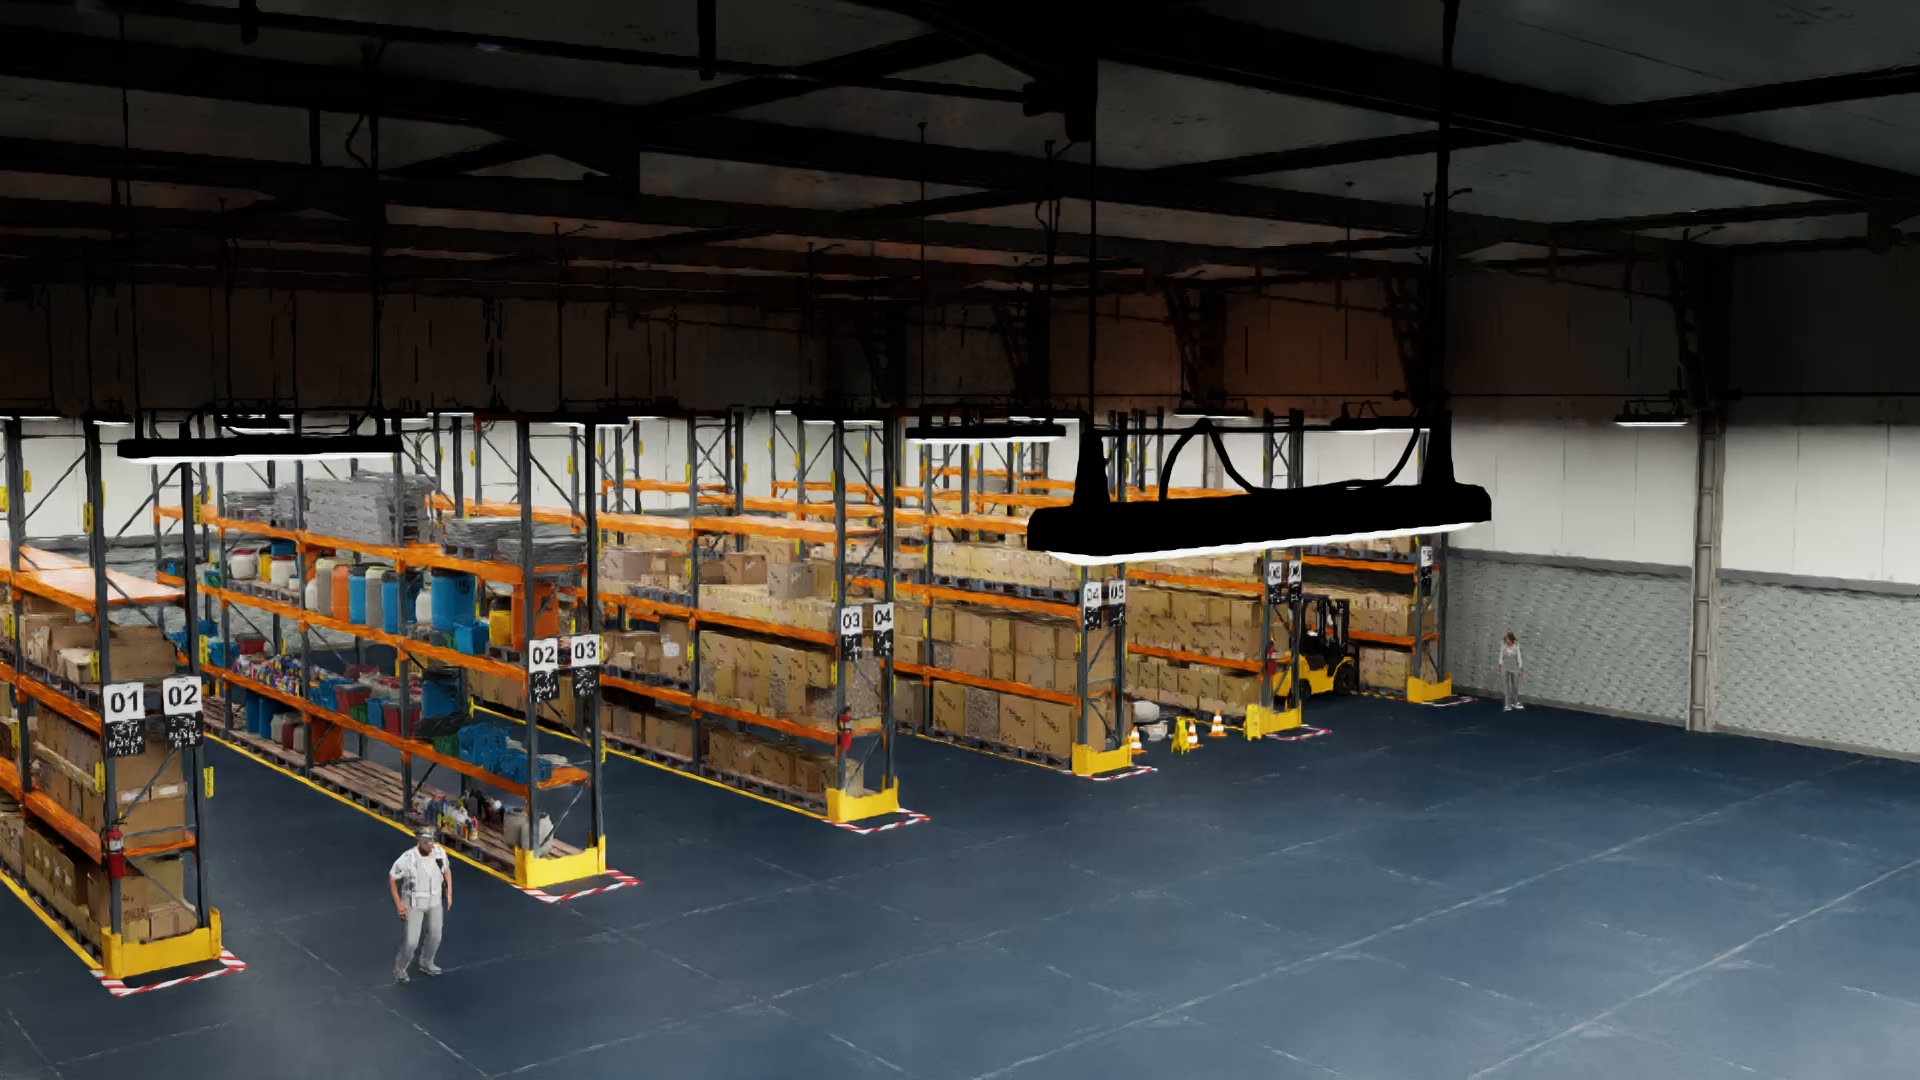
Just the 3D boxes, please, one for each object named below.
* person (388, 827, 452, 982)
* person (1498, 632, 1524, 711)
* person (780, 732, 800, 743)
[{"bbox_3d":[-5.828,3.901,17.976,0.683,1.714,0.538,-5,7,-43],"label":"person"},{"bbox_3d":[11.055,2.620,33.337,0.513,1.587,0.483,2,5,23],"label":"person"},{"bbox_3d":[-2.928,2.983,28.985,0.639,1.628,0.506,-5,7,-43],"label":"person"}]
